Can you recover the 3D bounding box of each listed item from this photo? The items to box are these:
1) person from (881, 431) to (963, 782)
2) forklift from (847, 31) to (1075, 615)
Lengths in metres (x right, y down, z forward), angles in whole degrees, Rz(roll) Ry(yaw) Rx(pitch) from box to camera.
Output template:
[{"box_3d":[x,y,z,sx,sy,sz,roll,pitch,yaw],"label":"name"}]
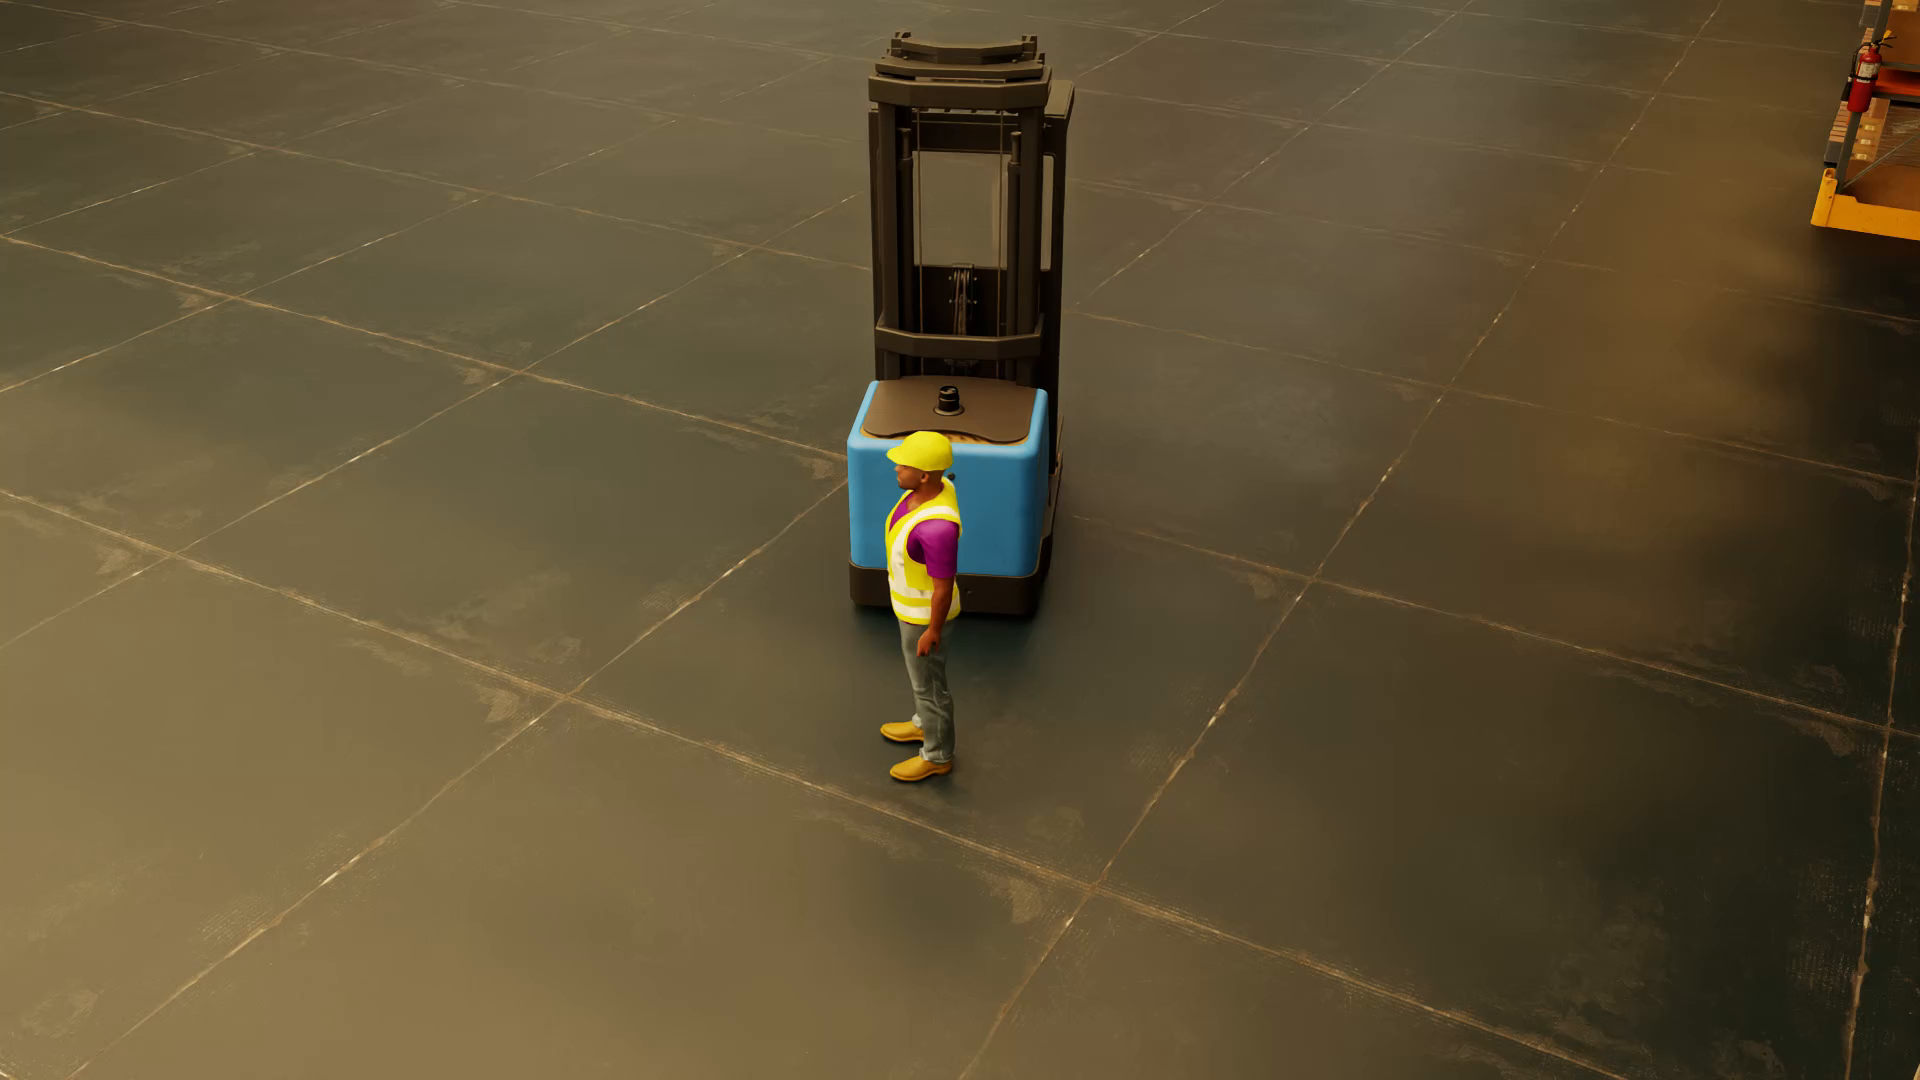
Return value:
[{"box_3d":[-0.181,0.301,7.714,0.371,1.771,0.554,-5,30,-8],"label":"person"},{"box_3d":[0.072,-1.572,9.794,1.130,2.935,3.031,3,30,6],"label":"forklift"}]
